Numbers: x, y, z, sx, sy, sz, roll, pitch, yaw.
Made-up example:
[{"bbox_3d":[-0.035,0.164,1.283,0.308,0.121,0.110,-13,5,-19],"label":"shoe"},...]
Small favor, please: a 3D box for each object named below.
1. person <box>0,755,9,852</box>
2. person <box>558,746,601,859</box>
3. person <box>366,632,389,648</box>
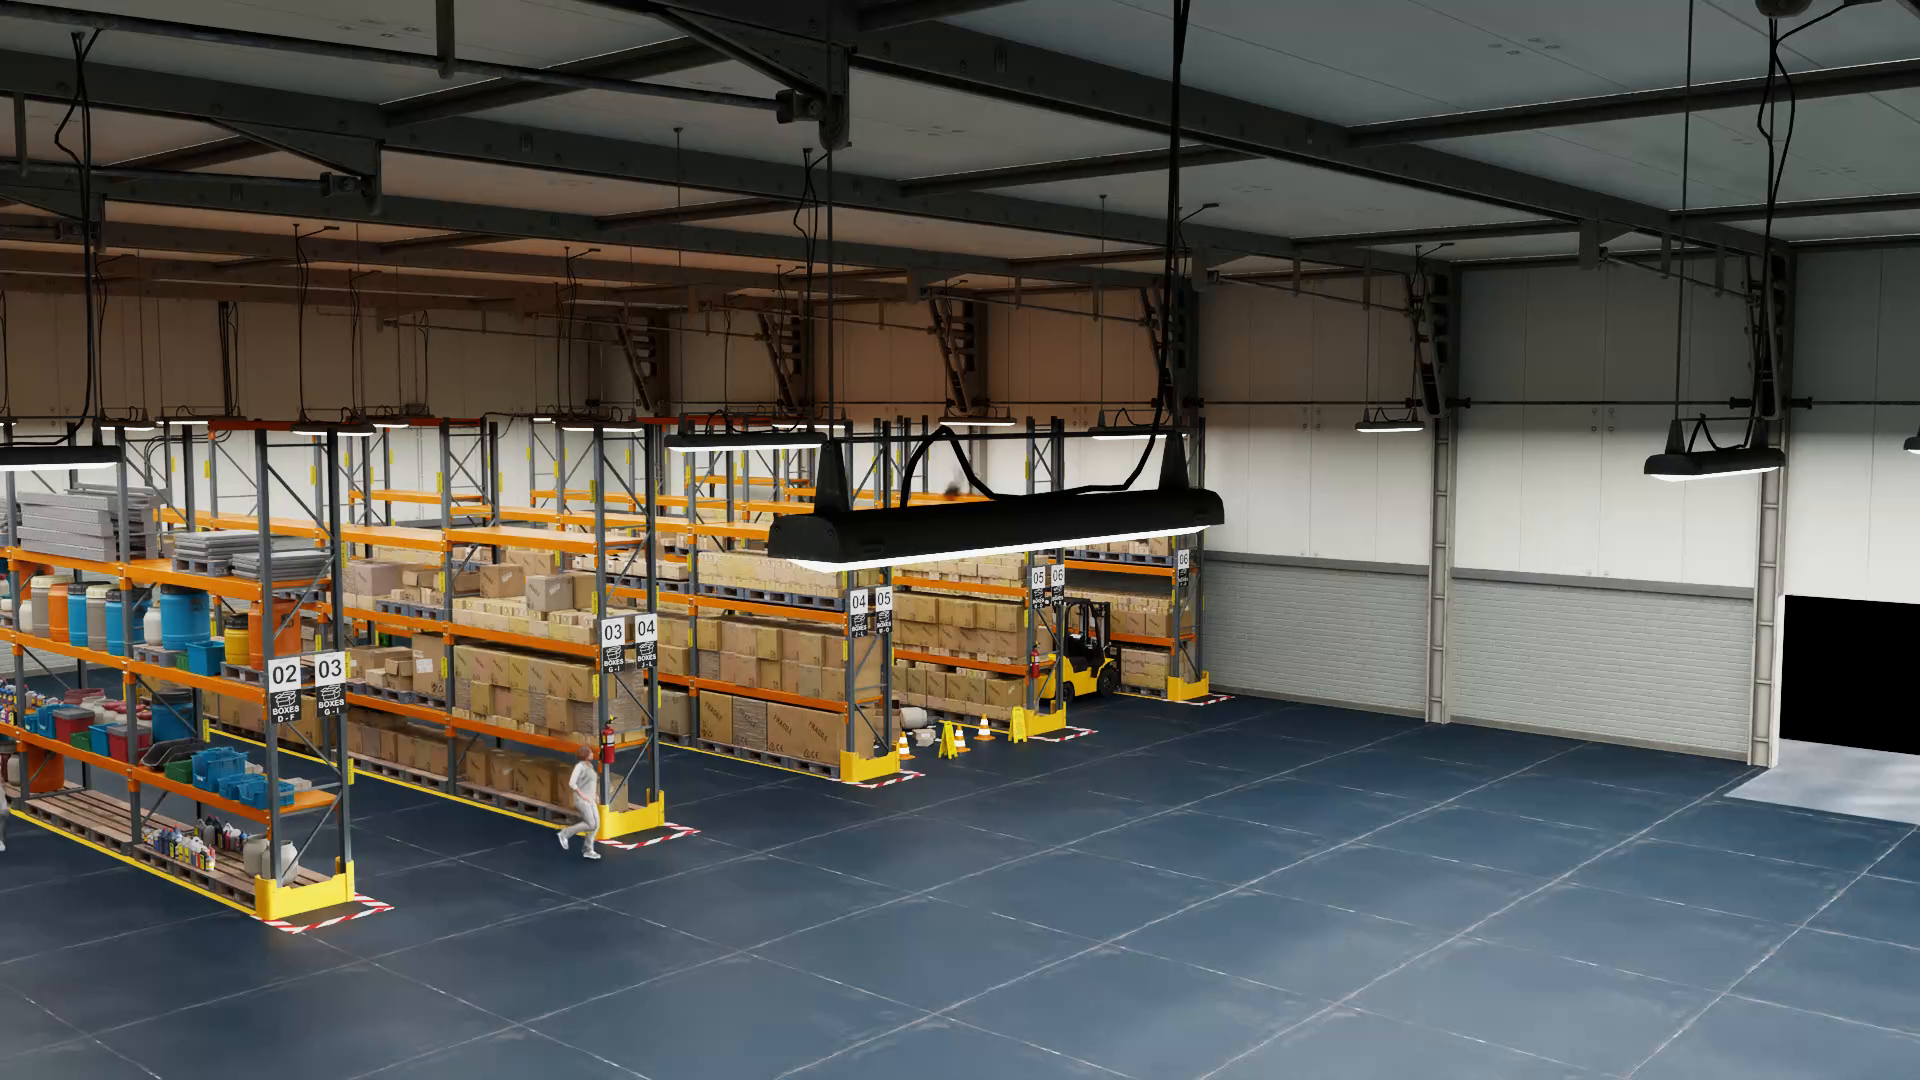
[{"bbox_3d":[-13.697,3.550,23.454,0.691,1.705,0.544,4,6,38],"label":"person"},{"bbox_3d":[-5.249,3.646,23.215,0.621,1.512,0.585,1,5,9],"label":"person"},{"bbox_3d":[-13.978,2.120,39.965,0.624,1.833,0.866,4,6,43],"label":"person"}]
